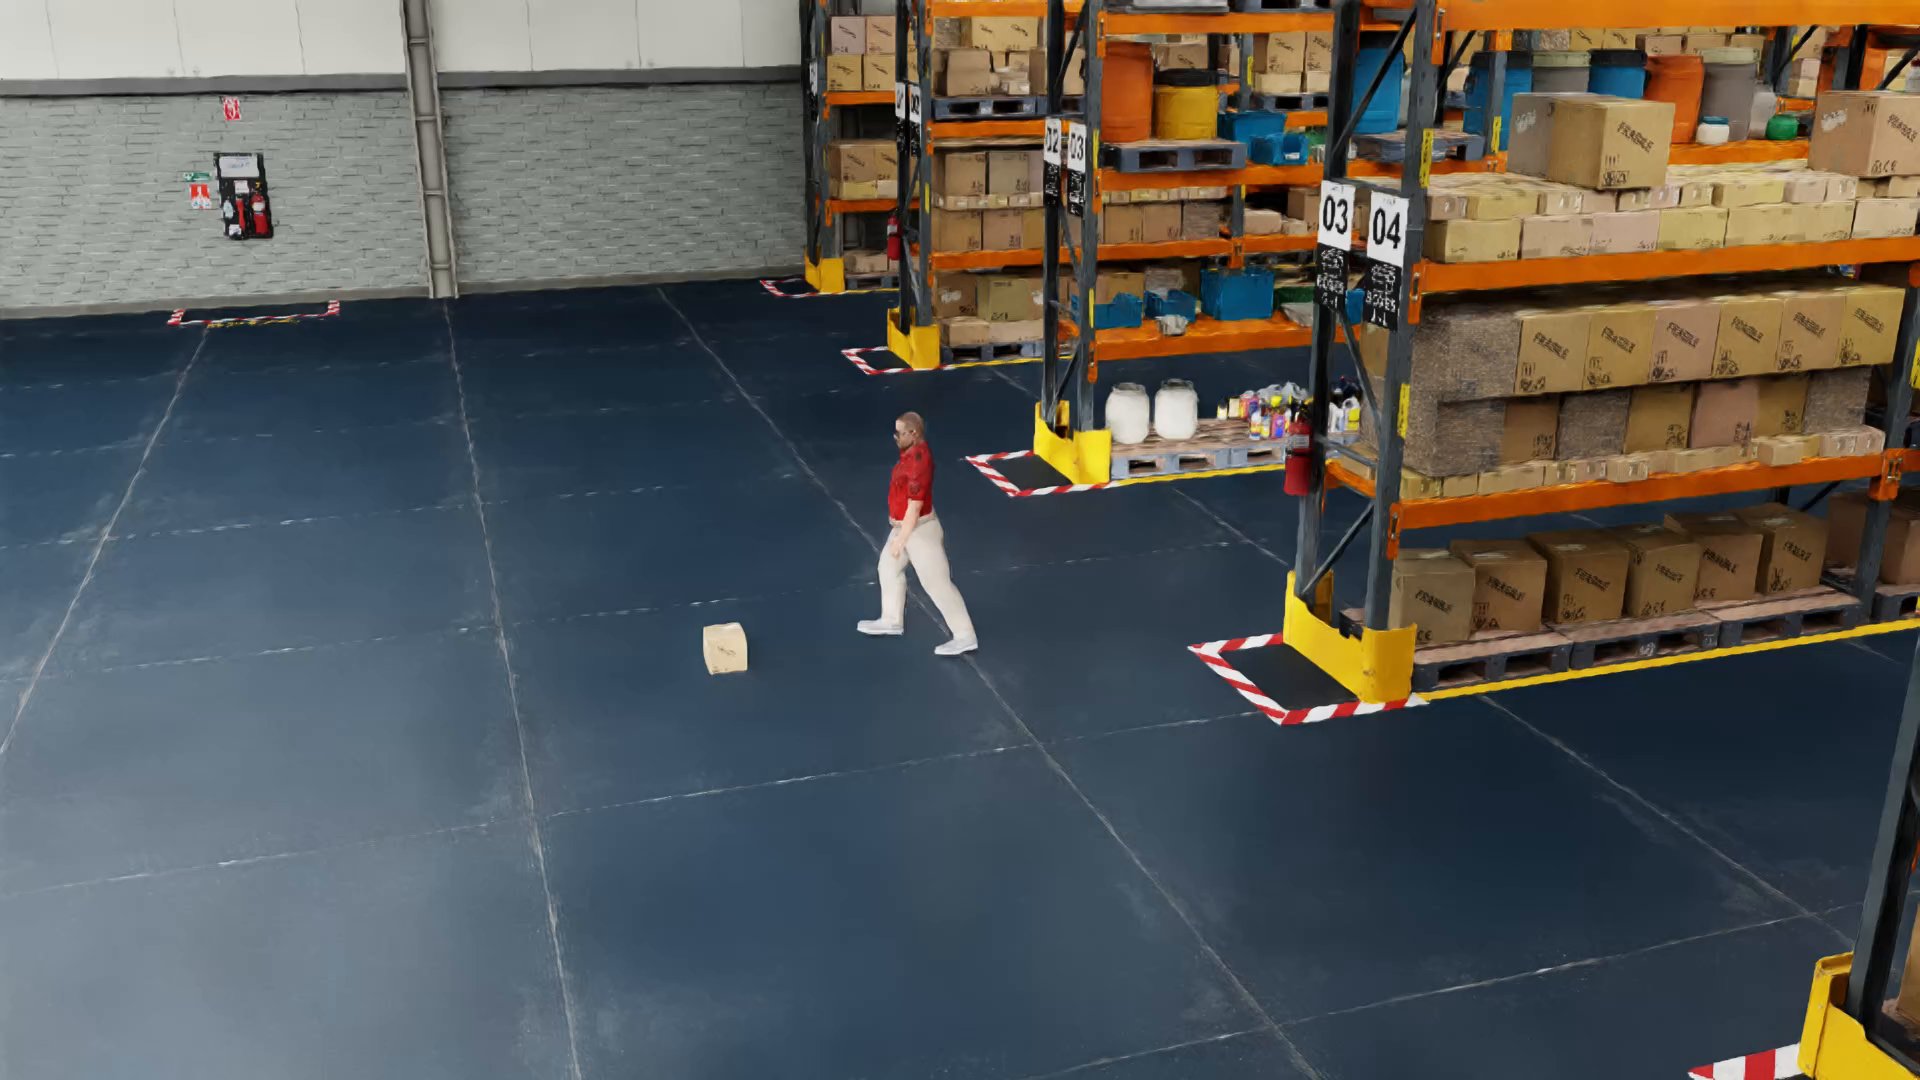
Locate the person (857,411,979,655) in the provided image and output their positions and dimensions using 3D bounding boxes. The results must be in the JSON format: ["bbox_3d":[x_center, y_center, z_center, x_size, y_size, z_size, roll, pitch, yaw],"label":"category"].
[{"bbox_3d":[-0.305,-0.074,11.340,0.792,1.683,0.616,-3,19,-8],"label":"person"}]
